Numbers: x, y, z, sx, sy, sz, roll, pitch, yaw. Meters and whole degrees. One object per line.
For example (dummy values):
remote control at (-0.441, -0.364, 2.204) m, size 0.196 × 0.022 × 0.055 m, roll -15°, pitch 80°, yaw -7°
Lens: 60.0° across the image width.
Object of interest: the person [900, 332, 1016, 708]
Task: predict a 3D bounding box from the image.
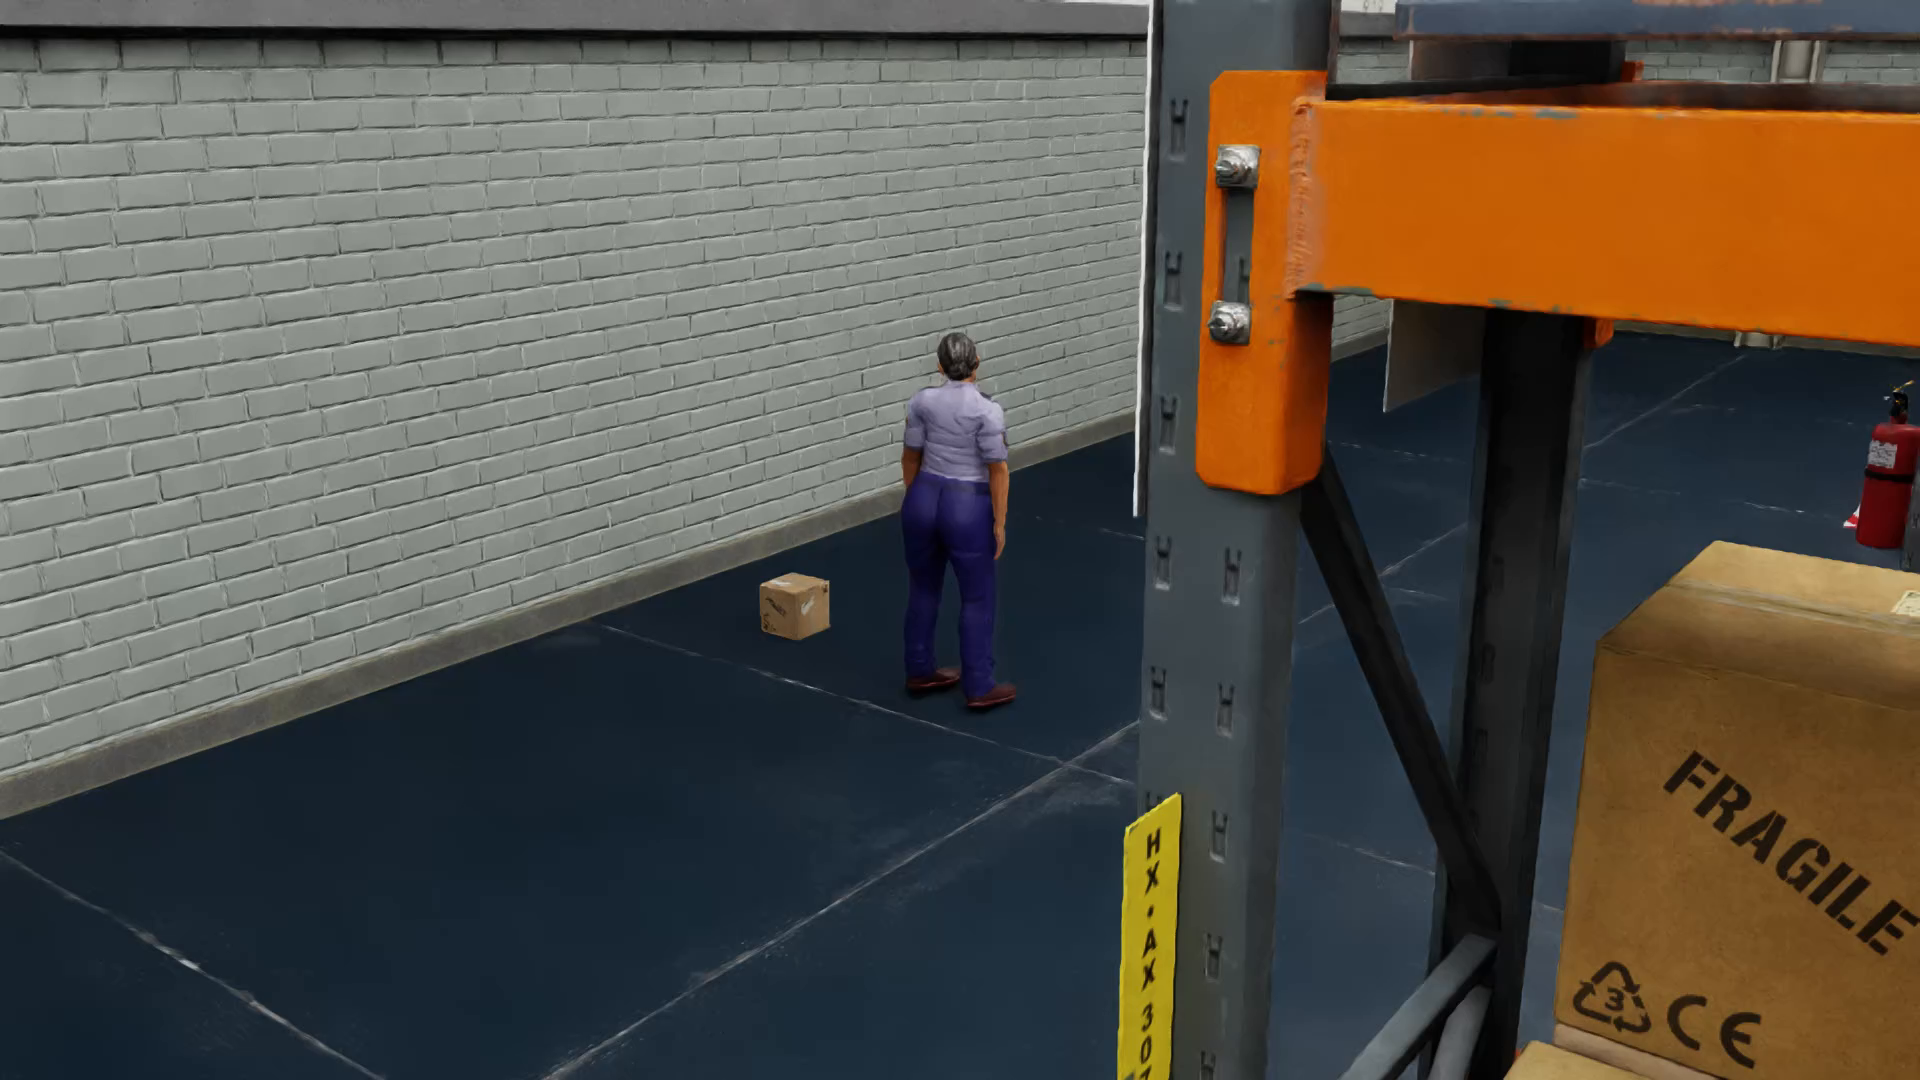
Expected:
person at (-0.017, -0.087, 7.284) m, size 0.510 × 1.658 × 0.368 m, roll 7°, pitch 18°, yaw 23°
